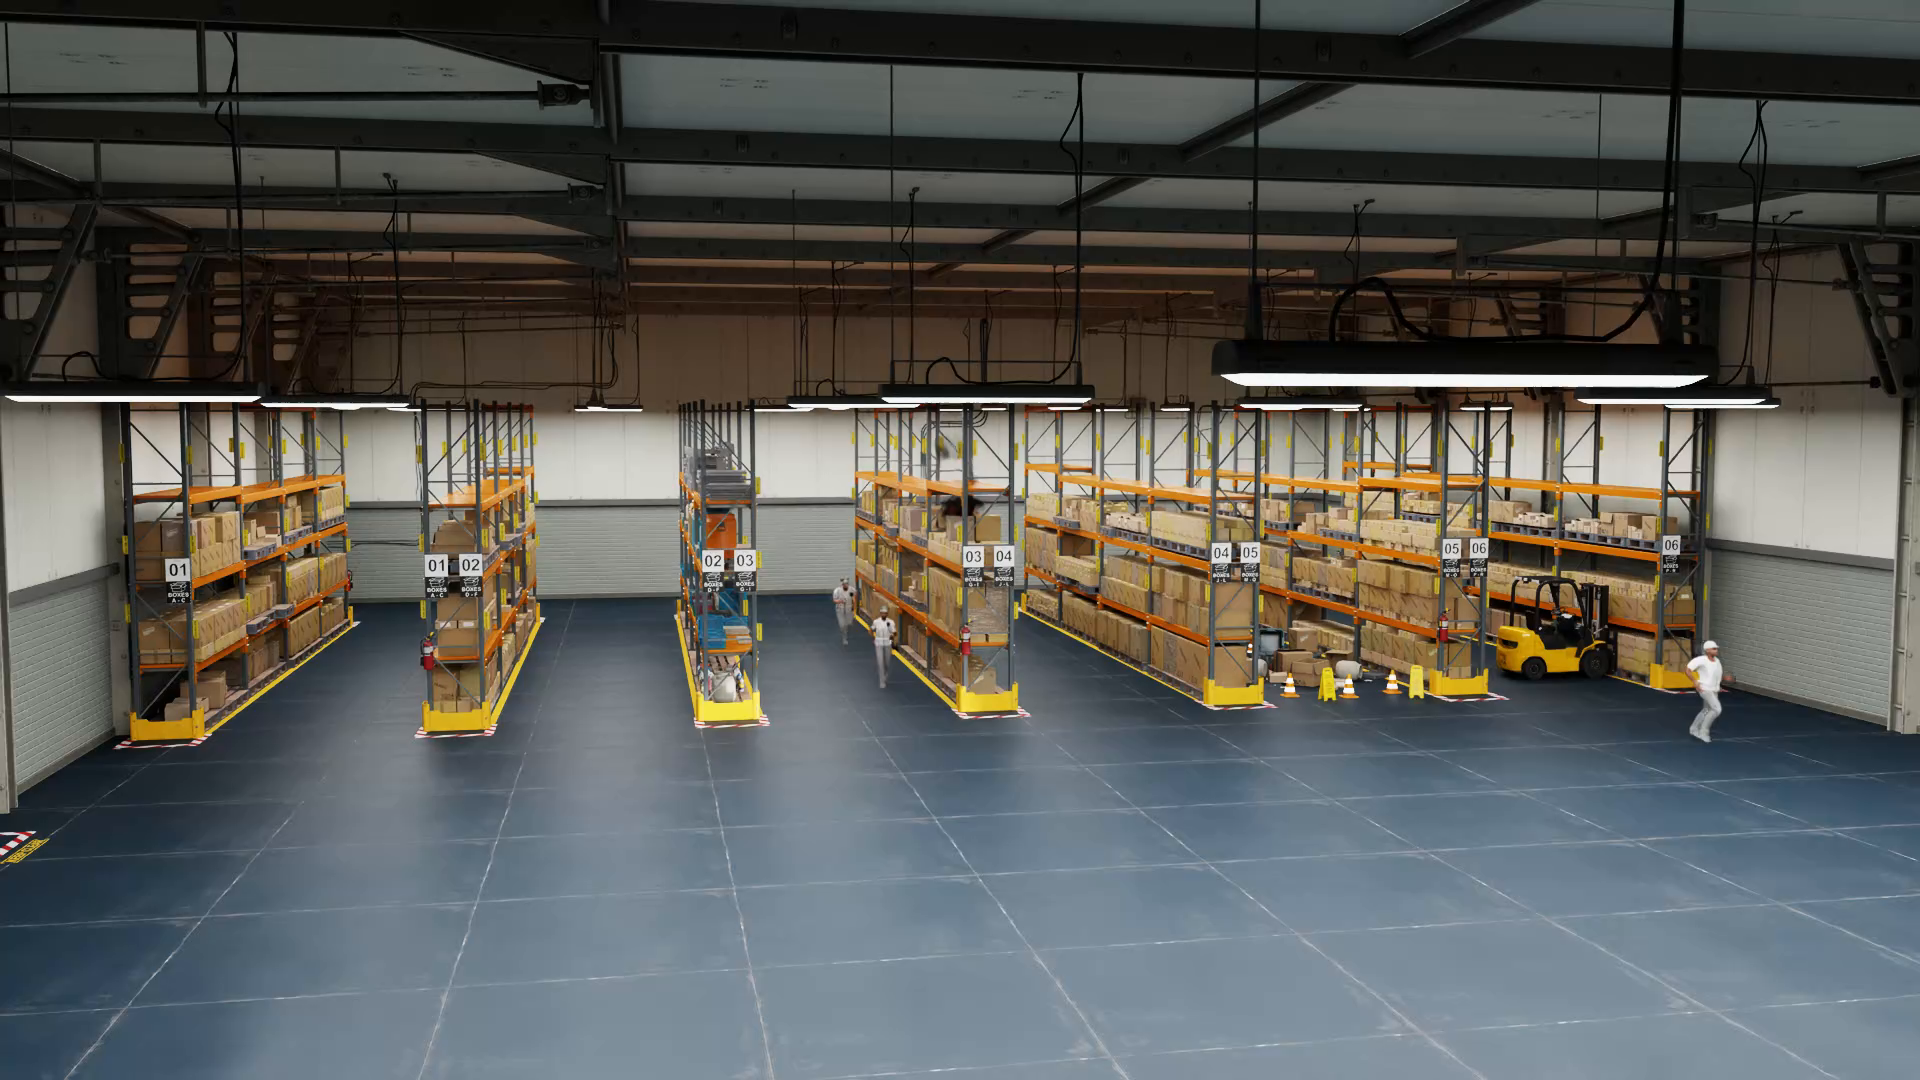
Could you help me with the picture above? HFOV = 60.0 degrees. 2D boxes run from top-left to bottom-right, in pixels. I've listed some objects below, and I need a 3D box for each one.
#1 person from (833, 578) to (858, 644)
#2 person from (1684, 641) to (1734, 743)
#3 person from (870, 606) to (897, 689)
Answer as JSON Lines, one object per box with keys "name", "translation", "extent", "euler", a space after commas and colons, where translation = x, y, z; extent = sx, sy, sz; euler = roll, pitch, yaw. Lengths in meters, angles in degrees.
{"name": "person", "translation": [-2.846, 1.765, 41.382], "extent": [0.653, 1.698, 0.712], "euler": [-1, 4, -8]}
{"name": "person", "translation": [13.123, 2.658, 29.107], "extent": [0.671, 1.787, 0.724], "euler": [-3, 5, -35]}
{"name": "person", "translation": [-1.608, 2.235, 35.091], "extent": [0.580, 1.707, 0.915], "euler": [0, 4, -4]}
